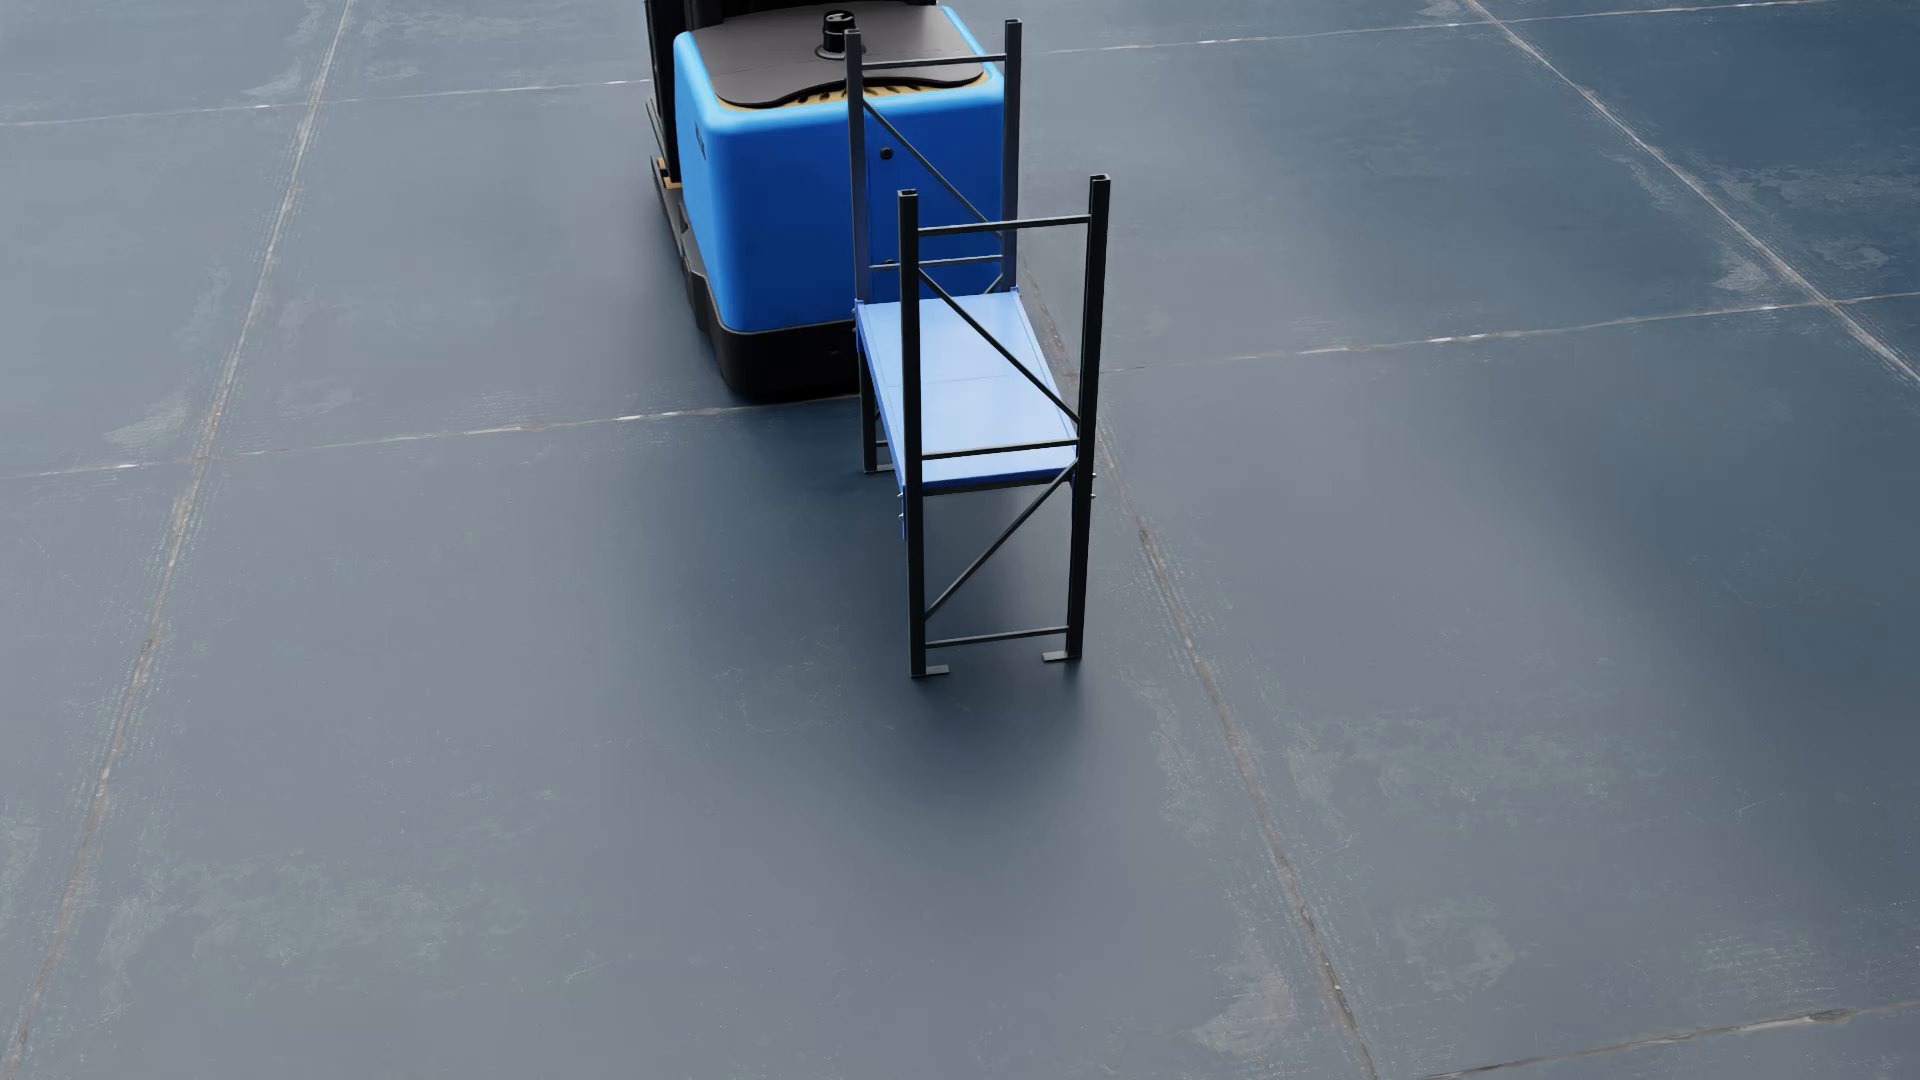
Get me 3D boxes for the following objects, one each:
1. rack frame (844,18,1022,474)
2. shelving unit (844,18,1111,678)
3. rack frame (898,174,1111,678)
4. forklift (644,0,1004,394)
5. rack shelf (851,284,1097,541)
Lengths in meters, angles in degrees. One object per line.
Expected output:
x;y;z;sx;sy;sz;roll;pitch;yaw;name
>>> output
-0.074;-0.848;5.119;0.500;1.500;0.032;-6;38;-8;rack frame
0.015;-0.541;4.724;0.538;1.500;1.048;-6;38;-8;shelving unit
0.104;-0.234;4.328;0.500;1.500;0.032;-6;38;-8;rack frame
-0.696;-2.575;6.176;1.130;2.935;3.031;-10;39;-12;forklift
0.015;-0.399;4.834;0.538;0.185;1.000;-6;38;-8;rack shelf
